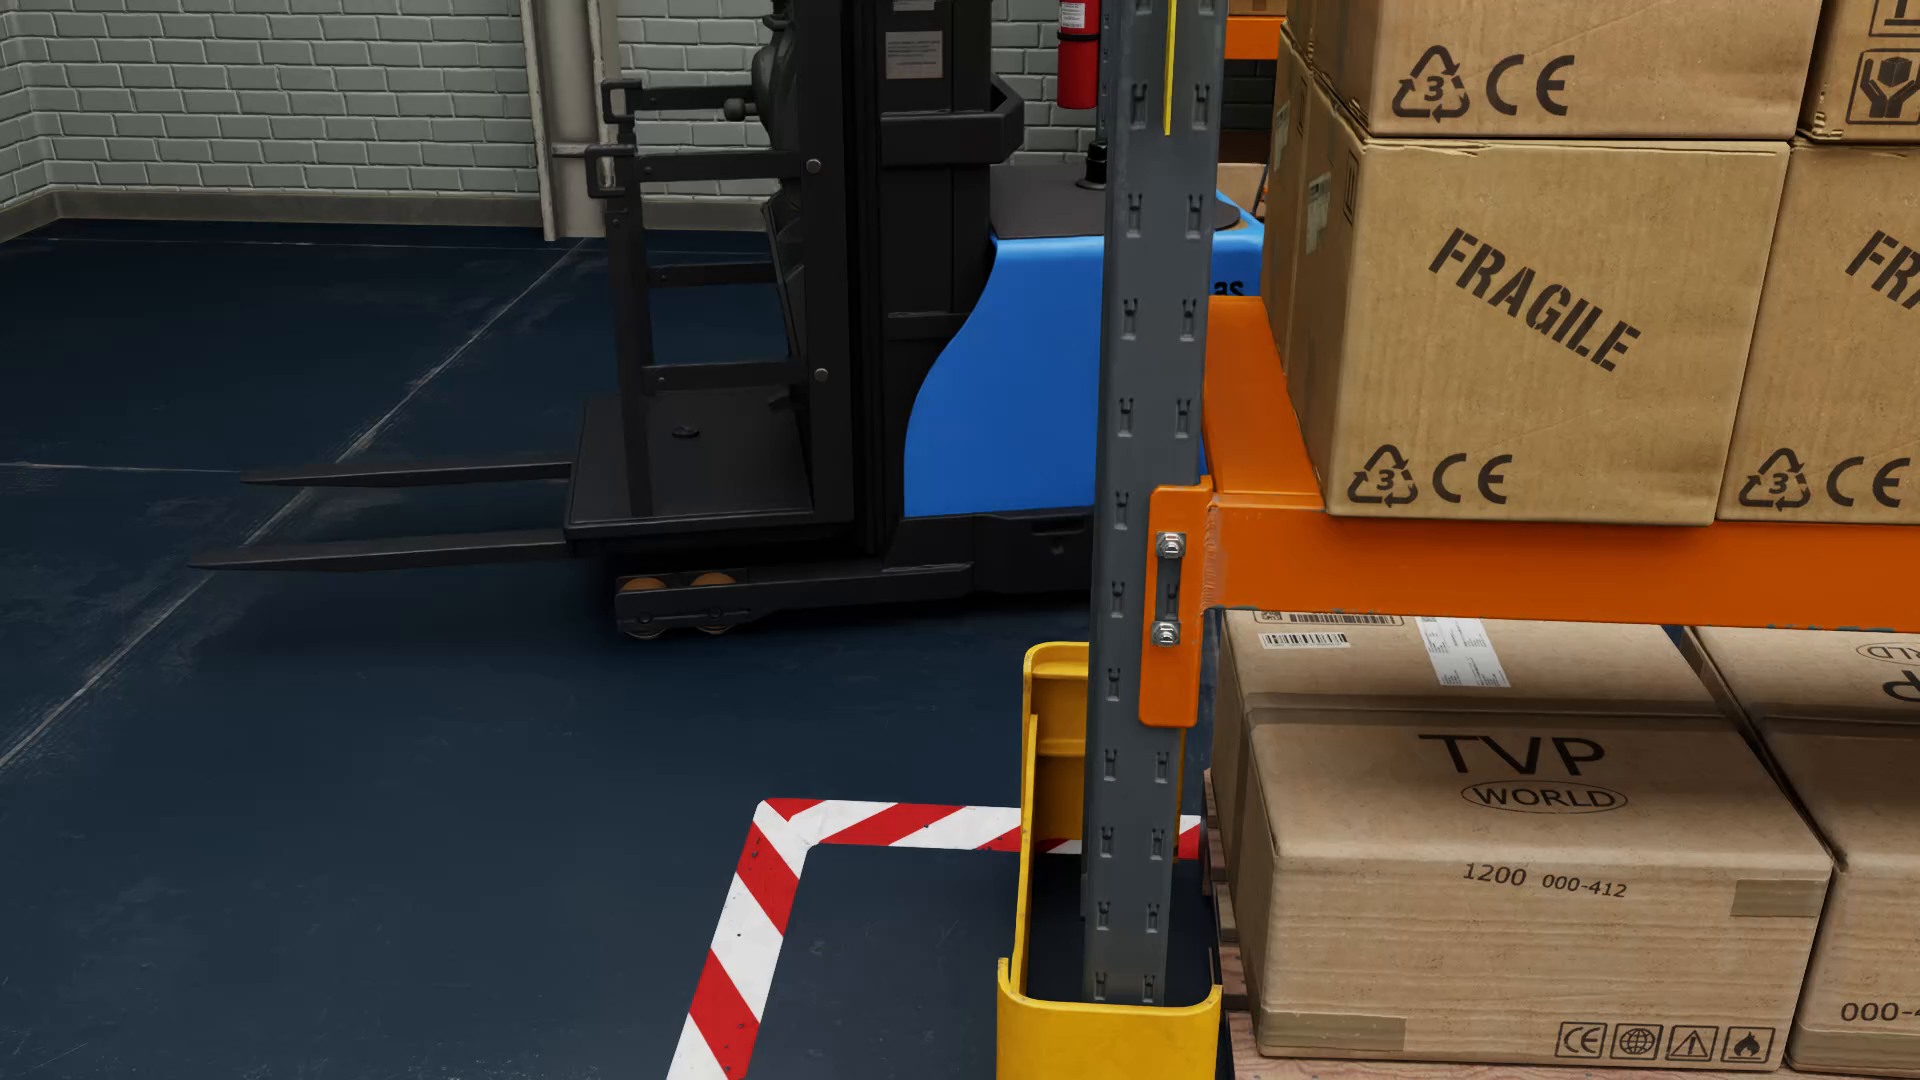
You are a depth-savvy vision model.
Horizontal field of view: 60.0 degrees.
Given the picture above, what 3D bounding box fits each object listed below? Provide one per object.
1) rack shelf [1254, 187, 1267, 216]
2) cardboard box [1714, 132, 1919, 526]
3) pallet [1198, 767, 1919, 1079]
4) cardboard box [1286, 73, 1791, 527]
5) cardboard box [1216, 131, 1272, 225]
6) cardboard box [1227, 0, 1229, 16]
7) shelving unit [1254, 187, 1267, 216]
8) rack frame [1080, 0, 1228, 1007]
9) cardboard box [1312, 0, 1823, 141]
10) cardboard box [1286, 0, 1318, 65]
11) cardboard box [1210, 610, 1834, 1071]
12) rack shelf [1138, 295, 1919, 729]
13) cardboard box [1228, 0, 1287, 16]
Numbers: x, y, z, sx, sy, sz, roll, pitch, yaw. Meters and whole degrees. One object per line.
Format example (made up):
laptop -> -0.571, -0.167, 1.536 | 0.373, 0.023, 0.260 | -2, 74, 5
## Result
rack shelf -> 1.078, -1.050, 5.350 | 0.180, 0.103, 0.258 | 8, 22, -16
cardboard box -> 1.258, -0.347, 2.297 | 0.500, 0.500, 0.500 | 1, 25, 3
pallet -> 1.098, 0.818, 3.219 | 1.213, 0.211, 1.003 | 2, 25, 4
cardboard box -> 0.751, -0.352, 2.307 | 0.500, 0.500, 0.500 | 2, 25, 4
cardboard box -> 1.274, -1.508, 7.423 | 0.637, 0.503, 0.797 | 1, 25, 2
cardboard box -> 0.978, -2.271, 6.898 | 0.250, 0.149, 0.380 | 2, 25, 4
shelving unit -> 1.004, -0.765, 5.465 | 0.183, 1.046, 0.258 | 8, 22, -16
rack frame -> 0.295, -0.441, 2.621 | 0.127, 3.000, 1.000 | 2, 25, 4
cardboard box -> 0.752, -0.807, 2.100 | 0.500, 0.500, 0.500 | 1, 25, 3
cardboard box -> 0.794, -1.025, 2.573 | 0.500, 0.500, 0.500 | 3, 25, 6
cardboard box -> 0.960, 0.511, 3.113 | 0.875, 0.438, 0.875 | 1, 25, 2
rack shelf -> 2.289, -0.051, 2.632 | 4.000, 0.370, 1.077 | 2, 25, 4
cardboard box -> 1.235, -2.283, 6.923 | 0.250, 0.149, 0.380 | 2, 25, 5
